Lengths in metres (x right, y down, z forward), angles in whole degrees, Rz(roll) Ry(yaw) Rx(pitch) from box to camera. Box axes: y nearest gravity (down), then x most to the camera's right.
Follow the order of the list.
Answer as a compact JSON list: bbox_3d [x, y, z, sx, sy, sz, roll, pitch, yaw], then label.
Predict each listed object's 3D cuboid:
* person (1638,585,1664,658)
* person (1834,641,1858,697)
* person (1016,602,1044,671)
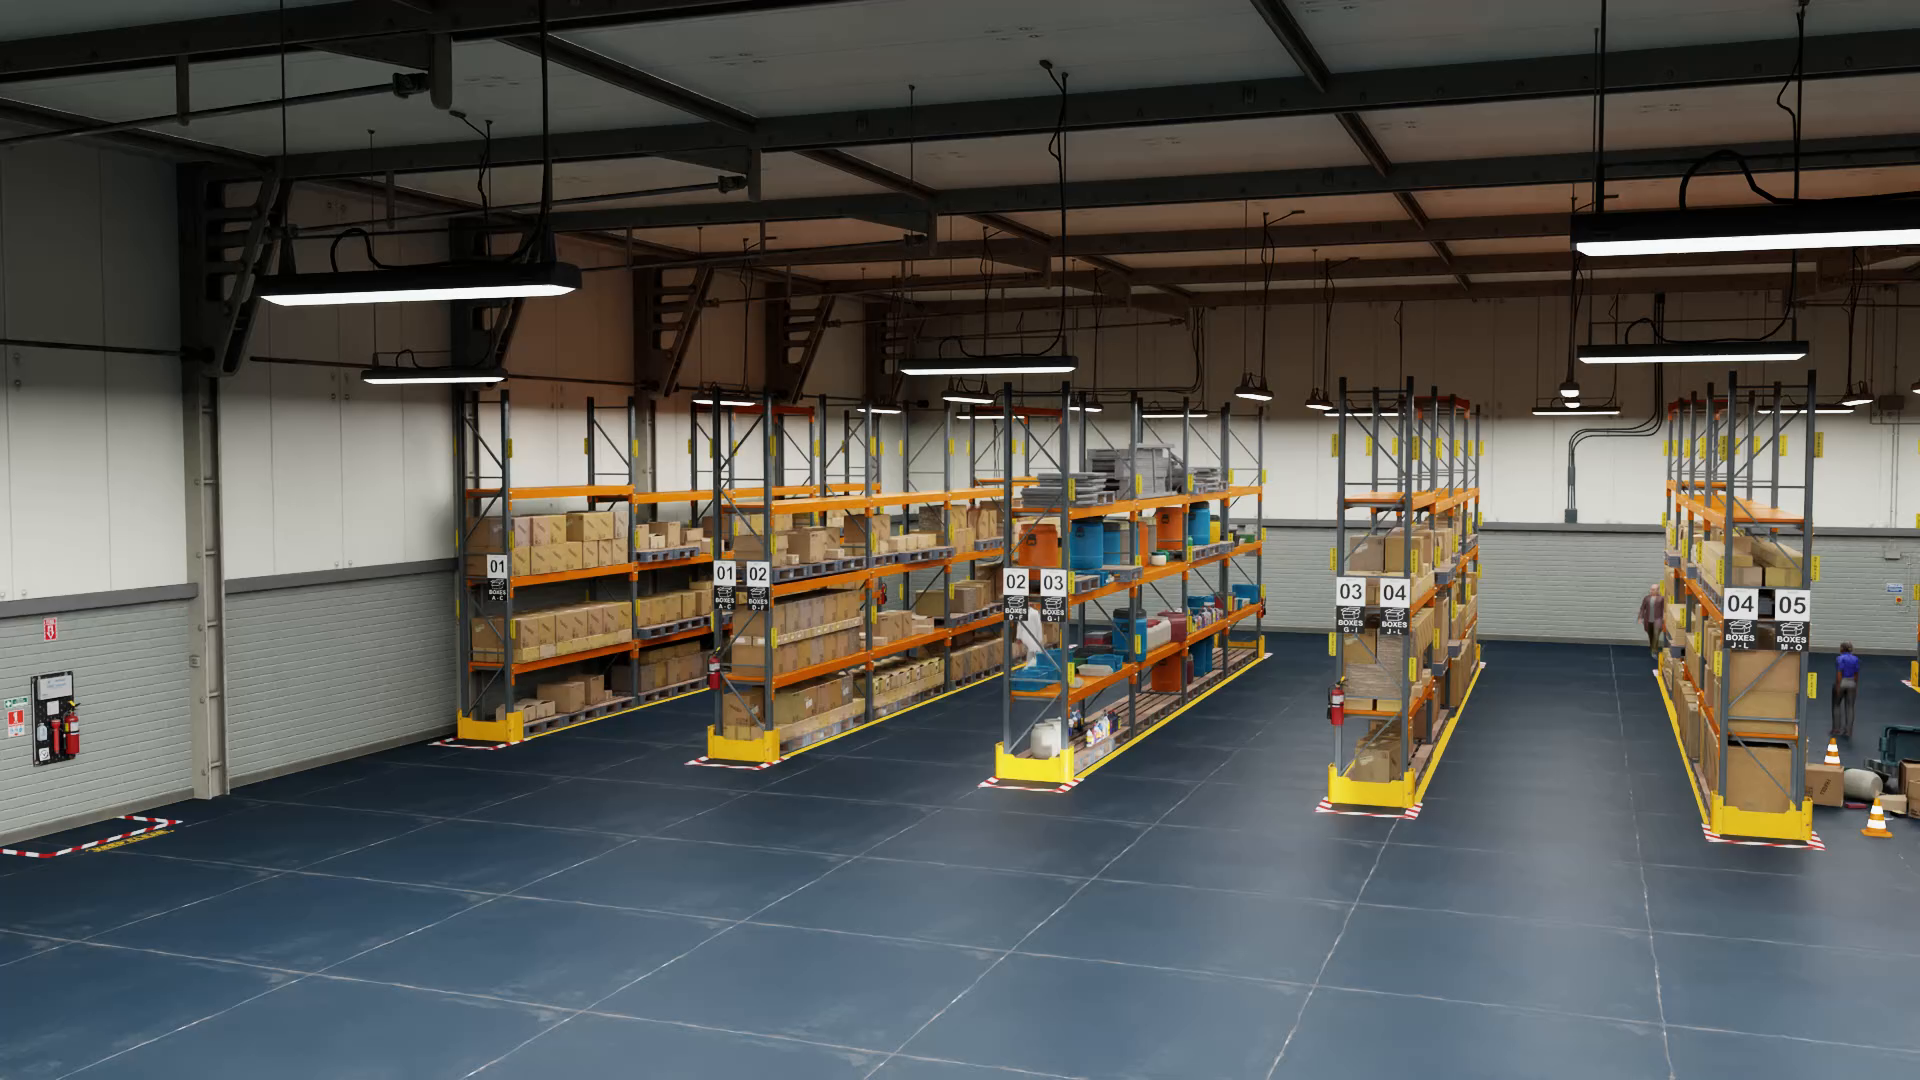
[{"bbox_3d":[16.522,1.929,39.671,0.666,1.720,1.083,3,4,40],"label":"person"},{"bbox_3d":[15.453,2.257,28.960,0.398,0.995,0.418,1,3,15],"label":"person"},{"bbox_3d":[1.475,2.011,34.746,0.621,1.635,0.845,2,4,35],"label":"person"}]
